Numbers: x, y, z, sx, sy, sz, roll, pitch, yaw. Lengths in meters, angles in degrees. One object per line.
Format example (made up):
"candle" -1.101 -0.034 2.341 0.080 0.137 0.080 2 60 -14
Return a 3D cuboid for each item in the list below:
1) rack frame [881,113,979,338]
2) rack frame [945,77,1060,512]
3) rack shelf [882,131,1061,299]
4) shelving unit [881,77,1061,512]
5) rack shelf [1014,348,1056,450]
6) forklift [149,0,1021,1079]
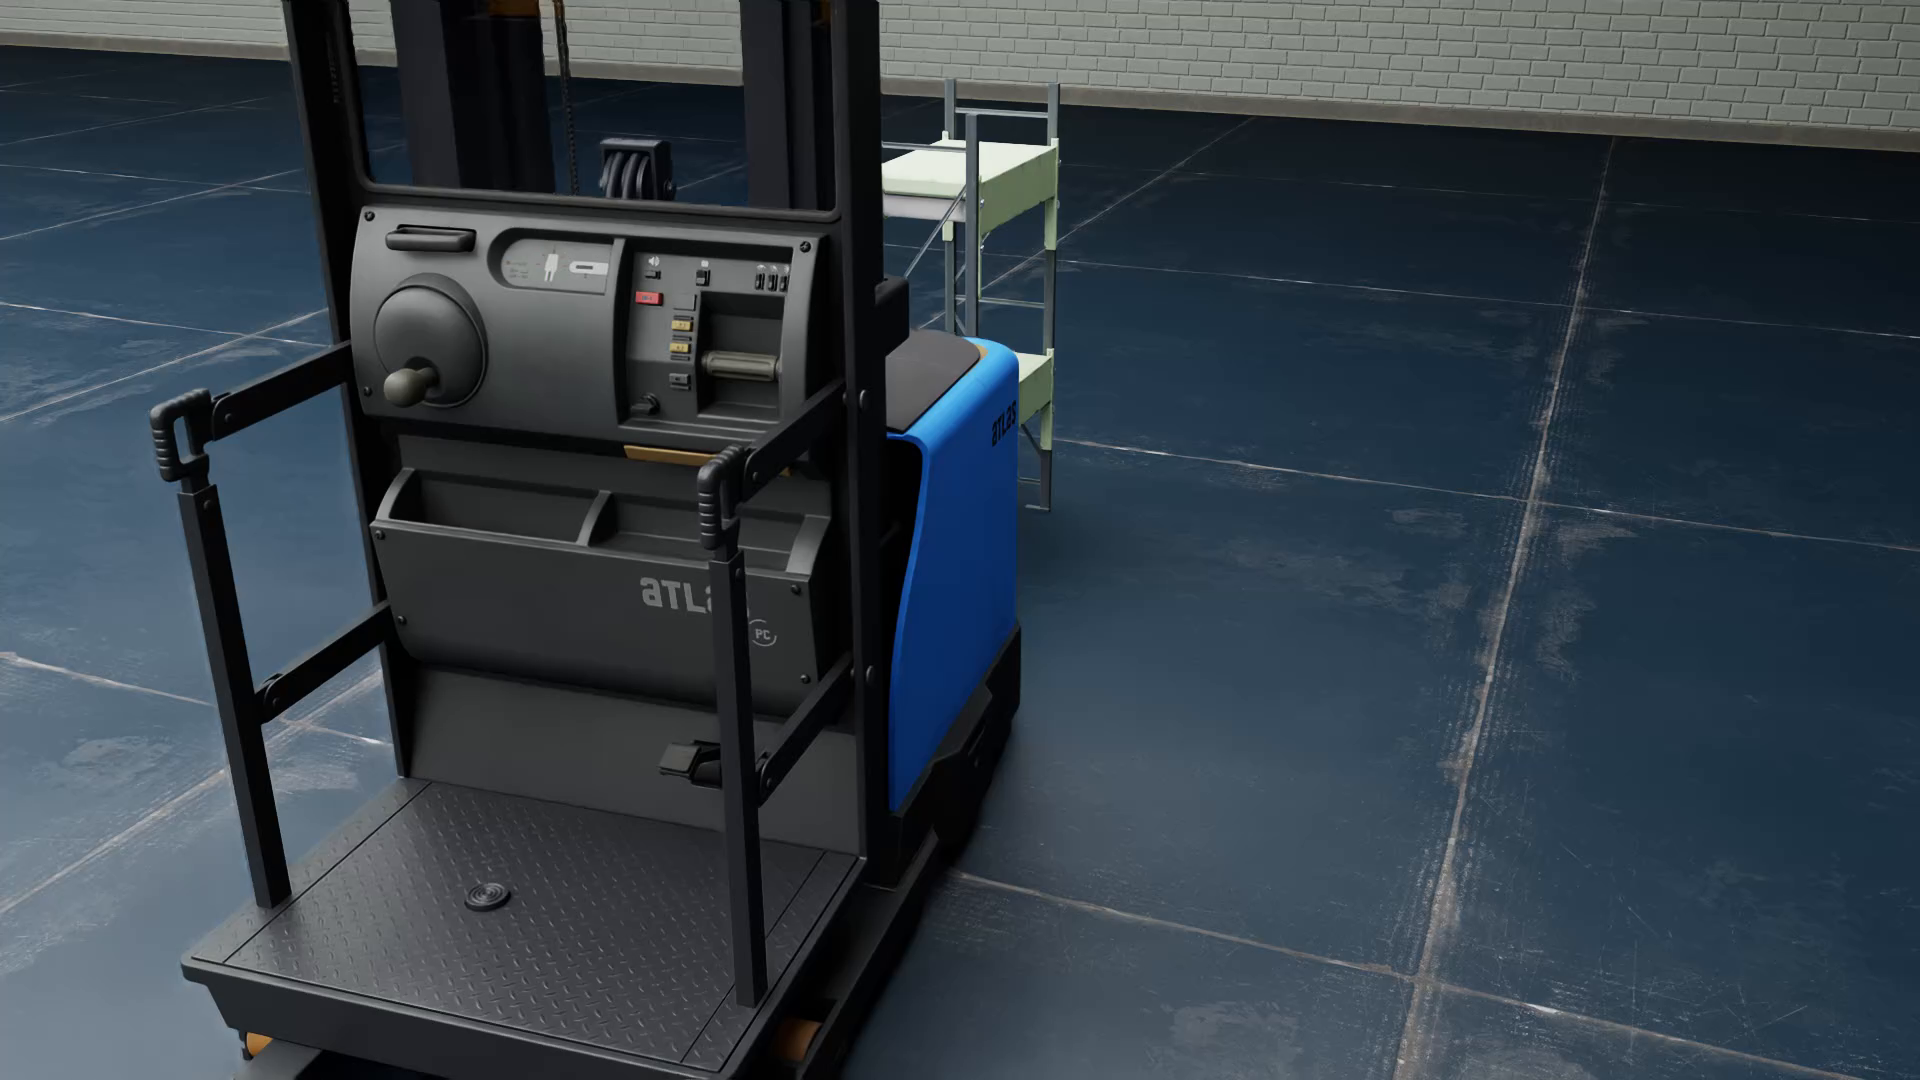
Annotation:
"rack frame" -0.133 -0.563 5.153 0.400 1.500 0.023 9 24 20
"rack frame" 0.138 -0.825 5.780 0.400 1.500 0.023 9 24 20
"rack shelf" 0.002 -1.055 5.316 0.431 0.370 0.720 9 24 20
"shelving unit" 0.002 -0.694 5.467 0.431 1.500 0.755 9 24 20
"rack shelf" 0.002 -0.394 5.592 0.431 0.370 0.720 9 24 20
"forklift" -0.758 -0.375 2.845 1.130 2.935 3.031 7 24 16
